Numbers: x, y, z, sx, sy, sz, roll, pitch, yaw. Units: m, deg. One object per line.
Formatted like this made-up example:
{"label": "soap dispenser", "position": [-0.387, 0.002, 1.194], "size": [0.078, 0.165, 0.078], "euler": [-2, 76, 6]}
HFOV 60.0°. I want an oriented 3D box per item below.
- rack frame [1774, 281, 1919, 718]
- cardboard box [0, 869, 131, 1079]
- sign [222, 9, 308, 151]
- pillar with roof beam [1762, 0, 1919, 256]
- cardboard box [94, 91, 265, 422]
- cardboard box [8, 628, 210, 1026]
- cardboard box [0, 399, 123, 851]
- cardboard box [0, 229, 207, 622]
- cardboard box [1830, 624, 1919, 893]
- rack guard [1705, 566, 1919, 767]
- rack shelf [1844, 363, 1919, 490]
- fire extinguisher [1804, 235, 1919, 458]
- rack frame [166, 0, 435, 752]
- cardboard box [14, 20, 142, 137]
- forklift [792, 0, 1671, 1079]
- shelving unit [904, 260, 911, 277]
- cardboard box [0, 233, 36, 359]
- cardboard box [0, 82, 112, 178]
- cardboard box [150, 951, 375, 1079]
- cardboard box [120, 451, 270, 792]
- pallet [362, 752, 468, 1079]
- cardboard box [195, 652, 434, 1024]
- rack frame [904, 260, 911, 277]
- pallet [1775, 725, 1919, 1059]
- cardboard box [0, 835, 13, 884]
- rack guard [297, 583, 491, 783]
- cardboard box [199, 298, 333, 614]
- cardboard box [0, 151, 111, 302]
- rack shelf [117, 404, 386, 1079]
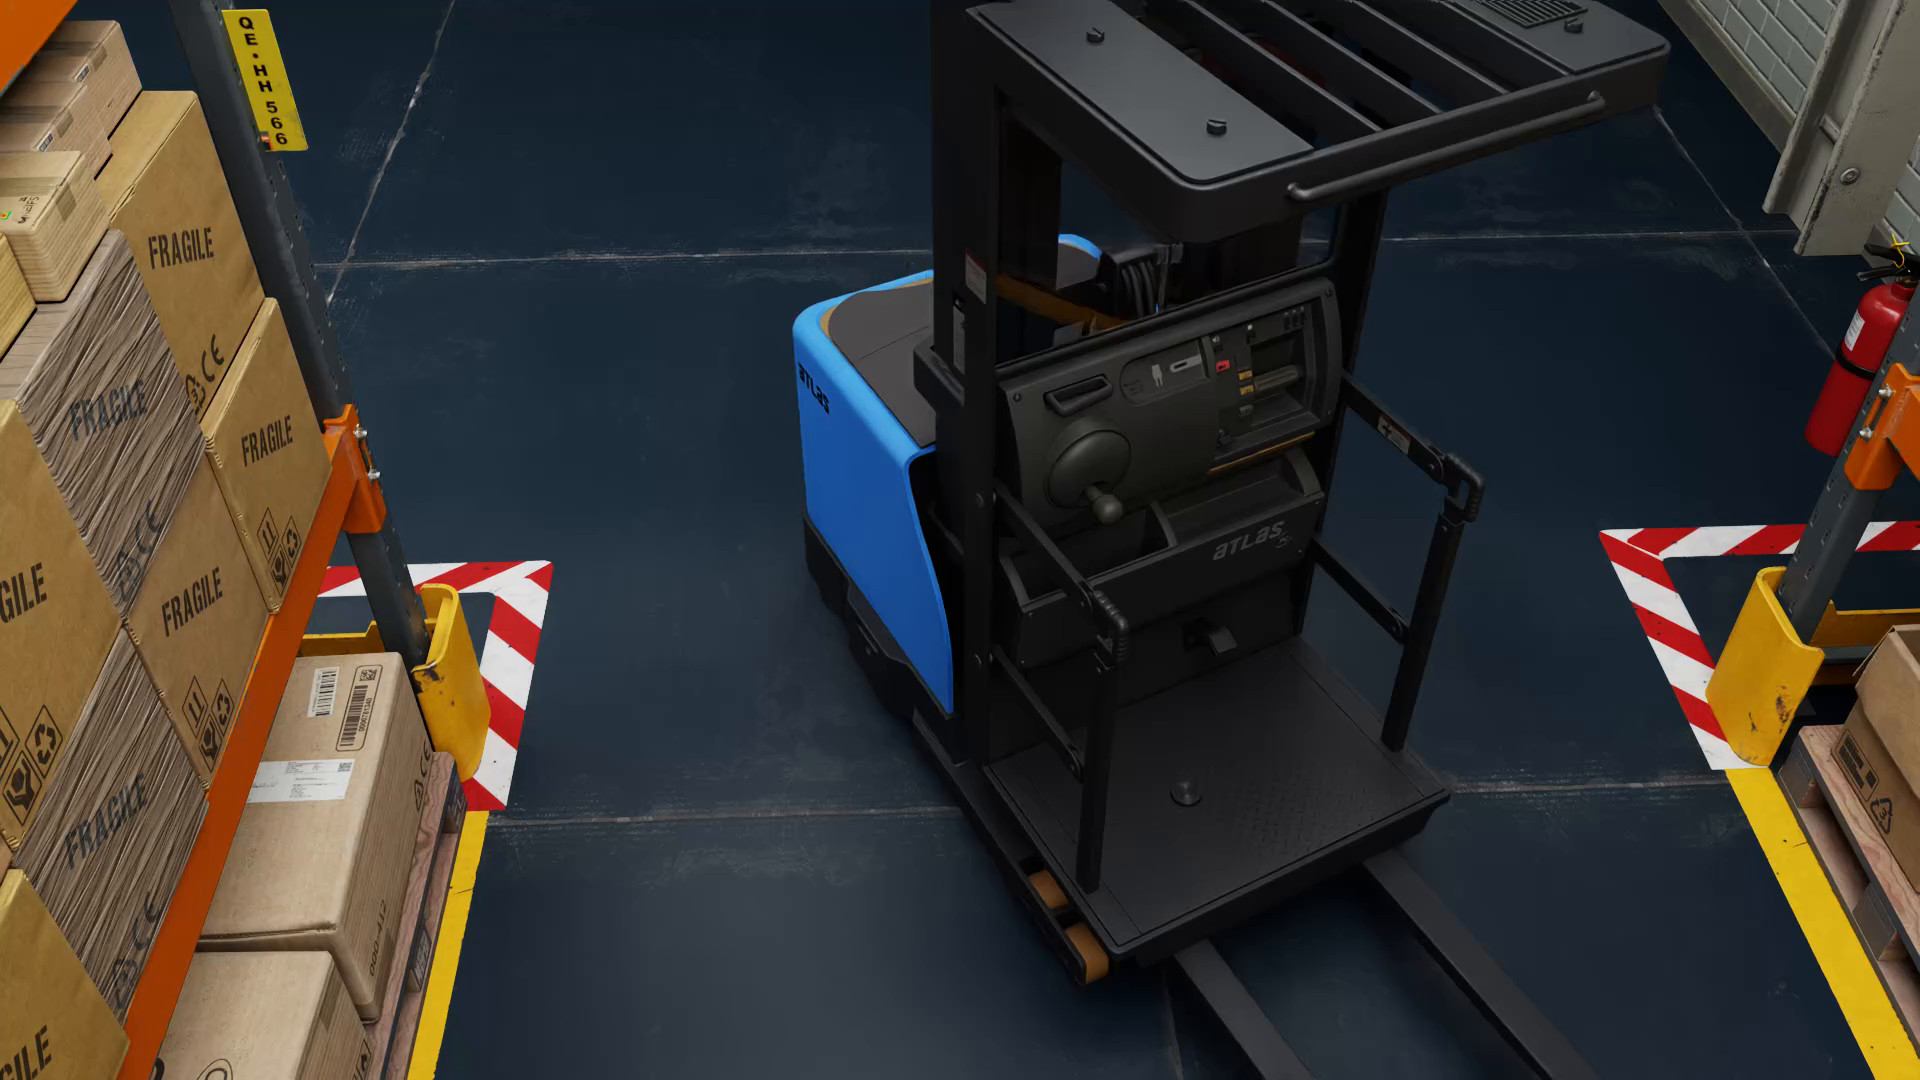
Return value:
{"label": "rack frame", "position": [2.924, -0.607, 4.192], "size": [1.000, 3.000, 0.127], "euler": [-2, 43, -2]}
{"label": "cardboard box", "position": [-1.677, 0.854, 2.525], "size": [0.500, 0.500, 0.500], "euler": [0, 43, -1]}
{"label": "sign", "position": [-1.492, -0.982, 3.569], "size": [0.100, 0.325, 0.005], "euler": [-2, 43, -2]}
{"label": "pillar with roof beam", "position": [-0.591, -4.541, 4.044], "size": [9.100, 9.000, 0.400], "euler": [-2, 43, -2]}
{"label": "cardboard box", "position": [-1.777, -0.549, 3.315], "size": [0.500, 0.500, 0.500], "euler": [0, 43, 0]}
{"label": "cardboard box", "position": [-1.712, 0.506, 2.905], "size": [0.500, 0.500, 0.500], "euler": [-1, 43, -1]}
{"label": "cardboard box", "position": [-1.708, 0.137, 2.566], "size": [0.500, 0.500, 0.500], "euler": [-2, 43, -2]}
{"label": "cardboard box", "position": [-1.725, -0.197, 2.931], "size": [0.500, 0.500, 0.500], "euler": [-2, 43, -2]}
{"label": "cardboard box", "position": [2.855, 0.574, 4.440], "size": [0.797, 0.503, 0.637], "euler": [-3, 43, -3]}
{"label": "rack guard", "position": [2.927, 0.366, 4.981], "size": [1.175, 0.500, 0.348], "euler": [-2, 43, -2]}
{"label": "rack shelf", "position": [3.009, 1.009, 2.962], "size": [1.077, 0.370, 4.000], "euler": [-2, 43, -2]}
{"label": "fire extinguisher", "position": [2.456, -0.527, 4.438], "size": [0.296, 0.674, 0.183], "euler": [-2, 43, -2]}
{"label": "rack frame", "position": [-2.035, -0.462, 4.034], "size": [1.000, 3.000, 0.127], "euler": [-2, 43, -2]}
{"label": "cardboard box", "position": [-1.820, -0.870, 3.185], "size": [0.380, 0.149, 0.250], "euler": [-1, 43, -1]}
{"label": "forklift", "position": [0.632, -0.248, 3.852], "size": [1.130, 2.935, 3.031], "euler": [-20, 46, -21]}
{"label": "shelving unit", "position": [-0.044, -0.525, 5.657], "size": [0.258, 0.900, 0.210], "euler": [-8, 43, -9]}
{"label": "cardboard box", "position": [-1.720, -0.356, 2.625], "size": [0.380, 0.149, 0.250], "euler": [-1, 43, -1]}
{"label": "cardboard box", "position": [-1.785, -0.699, 2.999], "size": [0.380, 0.149, 0.250], "euler": [-1, 43, -1]}
{"label": "cardboard box", "position": [-1.860, 1.388, 3.601], "size": [0.875, 0.438, 0.875], "euler": [-1, 43, -1]}
{"label": "cardboard box", "position": [-1.744, 0.159, 3.283], "size": [0.500, 0.500, 0.500], "euler": [-2, 43, -3]}
{"label": "pallet", "position": [-1.923, 1.104, 4.390], "size": [1.003, 0.211, 1.213], "euler": [-2, 43, -2]}
{"label": "cardboard box", "position": [-1.907, 0.771, 4.275], "size": [0.875, 0.438, 0.875], "euler": [-3, 43, -3]}
{"label": "rack frame", "position": [-0.064, -0.592, 5.730], "size": [0.240, 0.900, 0.006], "euler": [-8, 43, -9]}
{"label": "pallet", "position": [2.962, 1.011, 4.491], "size": [1.003, 0.211, 1.213], "euler": [-2, 43, -2]}
{"label": "cardboard box", "position": [-1.688, 0.477, 2.196], "size": [0.500, 0.500, 0.500], "euler": [-2, 43, -2]}
{"label": "rack guard", "position": [-2.036, 0.443, 4.896], "size": [1.175, 0.500, 0.348], "euler": [-2, 43, -2]}
{"label": "cardboard box", "position": [-1.750, -0.181, 3.653], "size": [0.500, 0.500, 0.500], "euler": [-1, 43, -2]}
{"label": "cardboard box", "position": [-1.690, -0.527, 2.811], "size": [0.380, 0.149, 0.250], "euler": [-2, 43, -2]}
{"label": "rack shelf", "position": [-1.950, 1.154, 2.804], "size": [1.077, 0.370, 4.000], "euler": [-2, 43, -2]}
